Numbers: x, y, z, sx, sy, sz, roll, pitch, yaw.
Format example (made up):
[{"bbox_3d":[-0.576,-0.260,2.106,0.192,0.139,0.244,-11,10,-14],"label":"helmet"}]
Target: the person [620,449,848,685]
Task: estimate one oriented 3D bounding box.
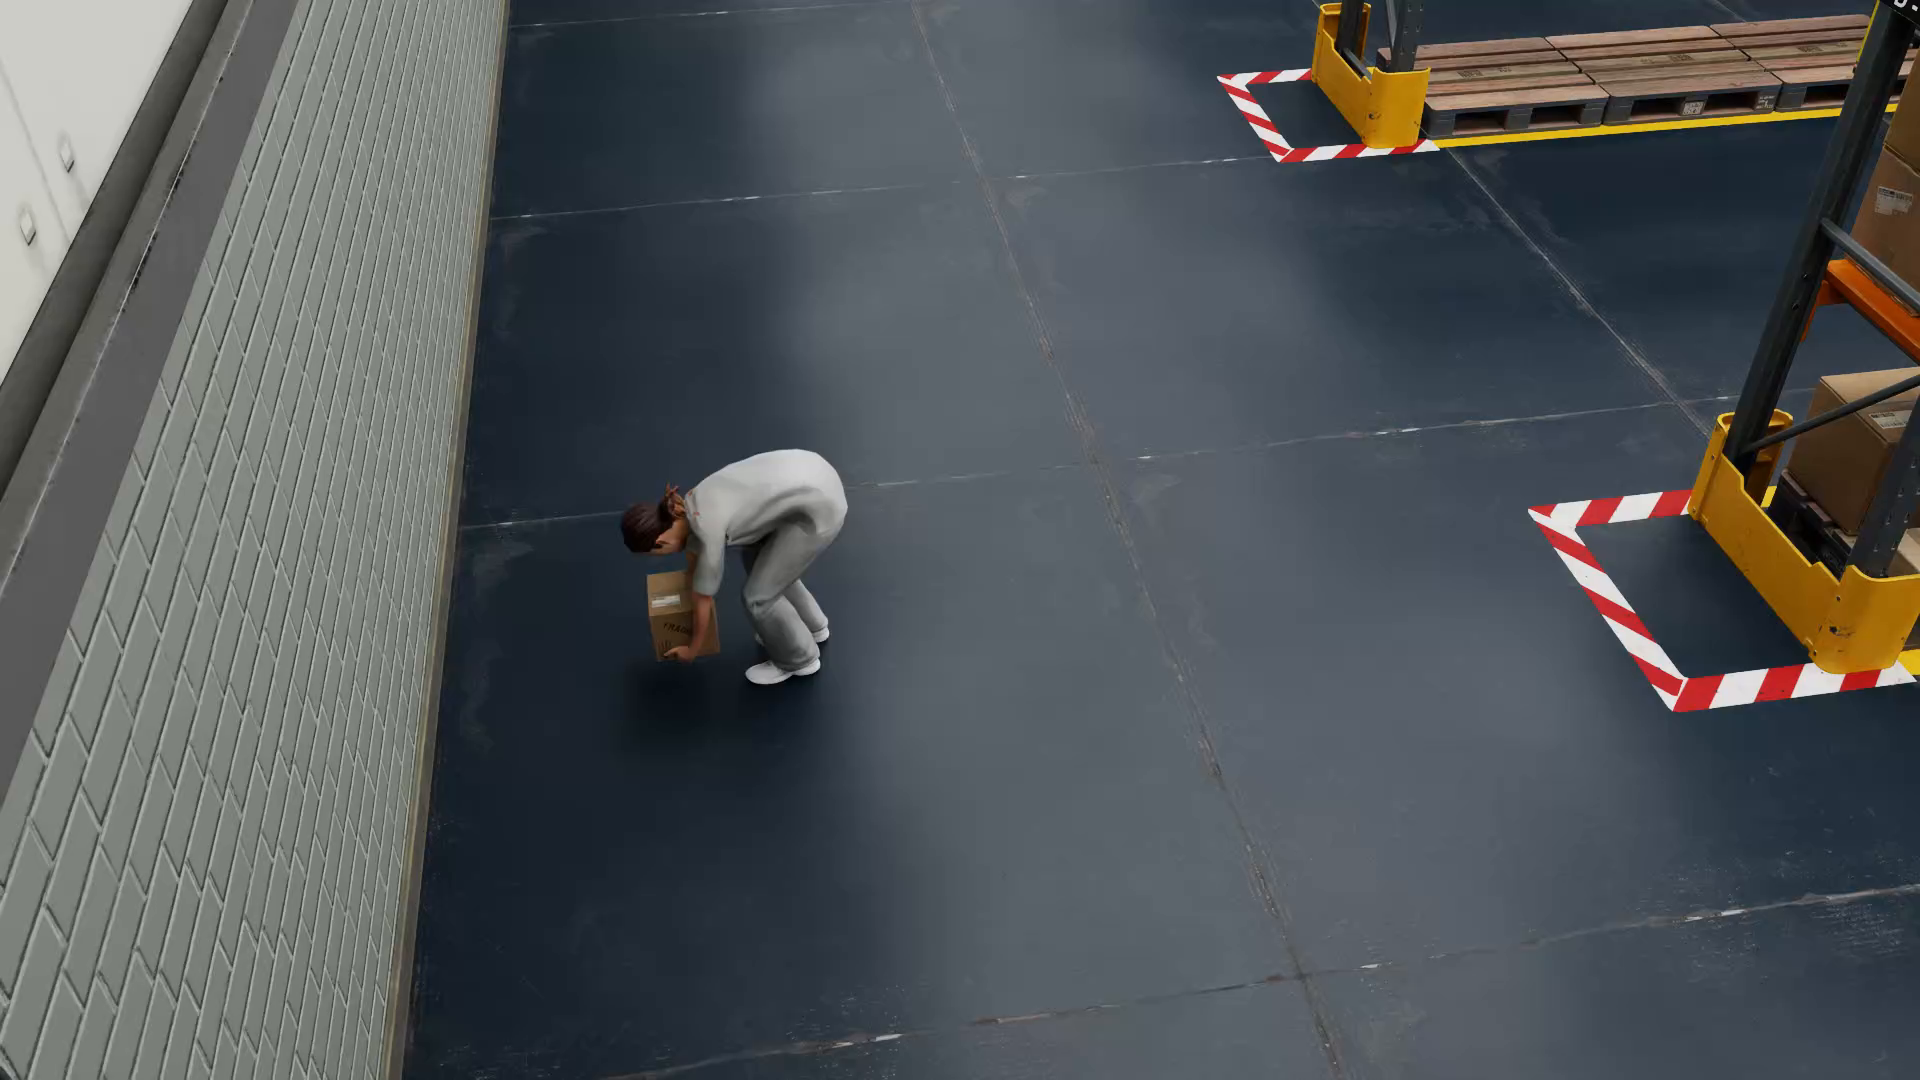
[{"bbox_3d":[-0.865,0.123,6.551,0.864,0.986,0.438,-8,39,-10],"label":"person"}]
